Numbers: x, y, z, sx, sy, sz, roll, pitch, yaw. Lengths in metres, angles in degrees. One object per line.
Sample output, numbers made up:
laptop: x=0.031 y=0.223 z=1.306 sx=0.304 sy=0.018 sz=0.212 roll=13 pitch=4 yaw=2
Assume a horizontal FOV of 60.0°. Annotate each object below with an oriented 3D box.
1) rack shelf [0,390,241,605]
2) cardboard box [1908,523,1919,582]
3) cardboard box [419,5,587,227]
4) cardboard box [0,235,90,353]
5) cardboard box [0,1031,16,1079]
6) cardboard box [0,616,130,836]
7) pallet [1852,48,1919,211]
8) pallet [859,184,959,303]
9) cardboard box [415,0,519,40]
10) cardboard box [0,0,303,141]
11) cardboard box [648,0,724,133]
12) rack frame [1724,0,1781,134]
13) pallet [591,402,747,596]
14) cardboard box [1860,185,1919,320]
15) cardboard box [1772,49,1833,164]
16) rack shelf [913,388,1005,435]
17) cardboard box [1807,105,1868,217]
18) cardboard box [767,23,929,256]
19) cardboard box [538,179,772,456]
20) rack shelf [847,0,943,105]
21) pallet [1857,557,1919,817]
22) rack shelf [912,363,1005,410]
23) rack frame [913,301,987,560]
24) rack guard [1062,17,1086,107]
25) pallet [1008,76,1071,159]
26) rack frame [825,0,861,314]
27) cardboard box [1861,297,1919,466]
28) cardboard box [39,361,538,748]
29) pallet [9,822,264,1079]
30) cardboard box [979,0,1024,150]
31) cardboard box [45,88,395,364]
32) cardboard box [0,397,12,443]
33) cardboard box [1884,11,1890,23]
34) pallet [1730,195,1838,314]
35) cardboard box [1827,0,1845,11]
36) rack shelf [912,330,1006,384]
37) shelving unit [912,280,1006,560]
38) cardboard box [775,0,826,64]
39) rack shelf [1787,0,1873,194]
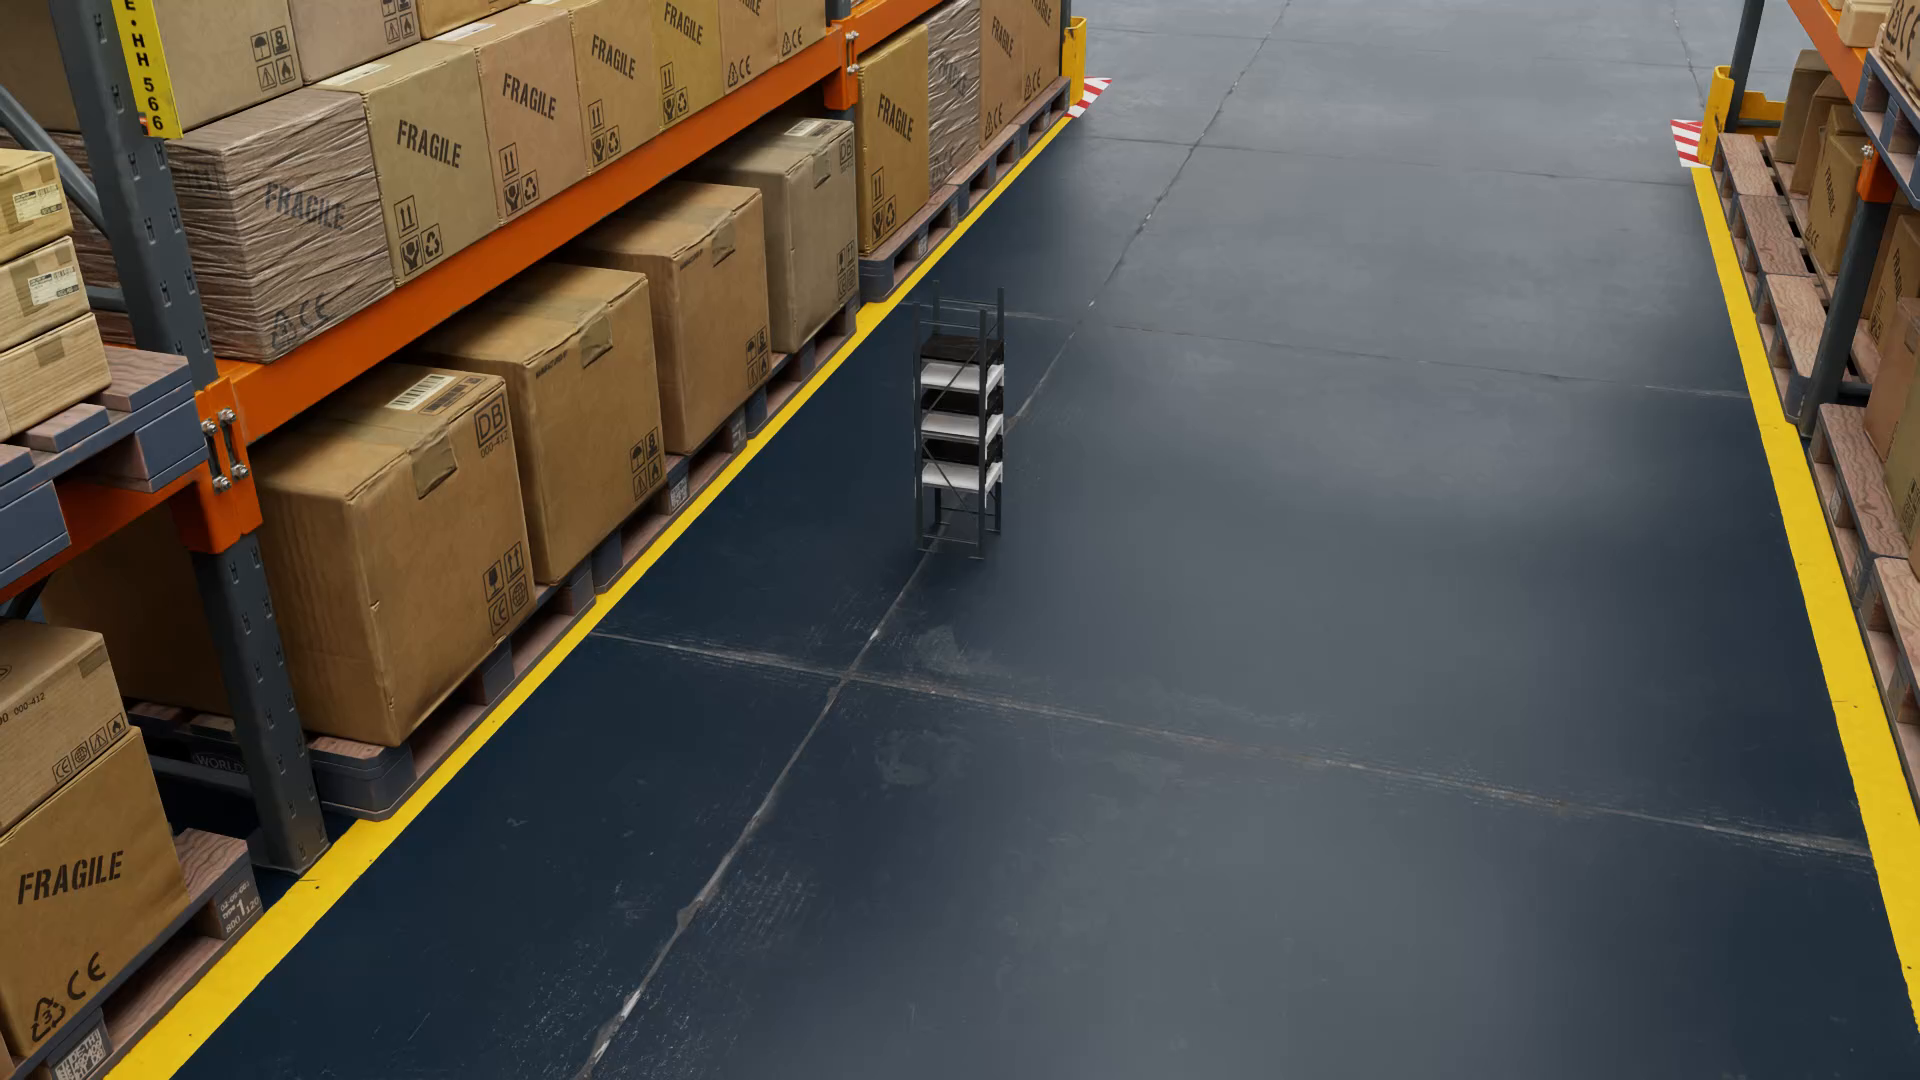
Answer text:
rack shelf: x=-2.714 y=0.689 z=2.165 sx=1.077 sy=0.370 sz=4.000 roll=8 pitch=30 yaw=15
cardboard box: x=3.236 y=0.003 z=4.778 sx=0.700 sy=0.500 sz=0.500 roll=6 pitch=30 yaw=11
cardboard box: x=-1.442 y=-1.239 z=4.789 sx=0.500 sy=0.500 sz=0.500 roll=8 pitch=30 yaw=15
cardboard box: x=-1.837 y=-0.464 z=3.018 sx=0.380 sy=0.149 sz=0.250 roll=9 pitch=30 yaw=16
cardboard box: x=-2.226 y=0.938 z=3.117 sx=0.500 sy=0.500 sz=0.500 roll=10 pitch=31 yaw=17
cardboard box: x=-2.077 y=0.382 z=3.346 sx=0.500 sy=0.250 sz=0.500 roll=8 pitch=30 yaw=14
pallet: x=3.395 y=-1.240 z=5.091 sx=1.003 sy=0.211 sz=1.213 roll=8 pitch=30 yaw=15
pallet: x=-0.655 y=-1.537 z=8.296 sx=1.003 sy=0.211 sz=1.213 roll=8 pitch=30 yaw=15
cardboard box: x=-1.690 y=-1.716 z=4.618 sx=0.700 sy=0.500 sz=0.500 roll=8 pitch=30 yaw=14
cardboard box: x=-1.986 y=-1.242 z=3.766 sx=0.700 sy=0.500 sz=0.500 roll=8 pitch=30 yaw=15
cardboard box: x=-1.147 y=-1.707 z=5.629 sx=0.500 sy=0.500 sz=0.500 roll=9 pitch=30 yaw=15
rack frame: x=4.933 y=-3.517 z=8.987 sx=1.000 sy=3.000 sz=0.127 roll=8 pitch=30 yaw=15
pallet: x=-1.464 y=-0.257 z=5.994 sx=1.003 sy=0.211 sz=1.213 roll=8 pitch=30 yaw=15
cardboard box: x=4.075 y=-1.197 z=6.956 sx=0.500 sy=0.500 sz=0.500 roll=19 pitch=34 yaw=30
cardboard box: x=4.733 y=-2.321 z=8.976 sx=0.500 sy=0.500 sz=0.500 roll=14 pitch=32 yaw=24
rack shelf: x=-0.002 y=-0.439 z=5.497 sx=0.258 sy=0.077 sz=0.200 roll=8 pitch=30 yaw=15
cardboard box: x=4.389 y=-1.750 z=7.949 sx=0.500 sy=0.500 sz=0.500 roll=11 pitch=31 yaw=20
cardboard box: x=-0.702 y=-1.951 z=7.924 sx=0.875 sy=0.875 sz=0.875 roll=9 pitch=30 yaw=16
cardboard box: x=-1.336 y=-0.865 z=6.101 sx=1.050 sy=0.750 sz=0.750 roll=8 pitch=30 yaw=15
rack shelf: x=-0.366 y=-3.028 z=8.848 sx=1.077 sy=0.370 sz=4.000 roll=8 pitch=30 yaw=15
pallet: x=3.175 y=0.491 z=4.650 sx=1.003 sy=0.211 sz=1.213 roll=8 pitch=30 yaw=15
rack shelf: x=-0.002 y=-0.518 z=5.453 sx=0.258 sy=0.077 sz=0.200 roll=8 pitch=30 yaw=15
rack frame: x=-0.032 y=-0.342 z=5.440 sx=0.240 sy=0.900 sz=0.006 roll=8 pitch=30 yaw=15
rack guard: x=0.228 y=-3.191 z=10.972 sx=1.175 sy=0.500 sz=0.348 roll=8 pitch=30 yaw=15
pallet: x=0.061 y=-2.671 z=10.334 sx=1.003 sy=0.211 sz=1.213 roll=8 pitch=30 yaw=15
rack frame: x=-0.953 y=-2.413 z=7.003 sx=1.000 sy=3.000 sz=0.127 roll=8 pitch=30 yaw=15
cardboard box: x=3.558 y=-0.476 z=5.639 sx=0.700 sy=0.500 sz=0.500 roll=6 pitch=30 yaw=11
cardboard box: x=-1.863 y=-0.025 z=4.591 sx=1.050 sy=0.750 sz=0.750 roll=8 pitch=30 yaw=14
pallet: x=-2.358 y=1.027 z=3.686 sx=1.003 sy=0.211 sz=1.213 roll=8 pitch=30 yaw=15
cardboard box: x=-0.171 y=-2.793 z=9.439 sx=0.875 sy=0.875 sz=0.875 roll=8 pitch=30 yaw=14
cardboard box: x=-1.737 y=-0.768 z=3.942 sx=0.500 sy=0.500 sz=0.500 roll=9 pitch=30 yaw=15
cardboard box: x=-1.907 y=-0.218 z=2.883 sx=0.380 sy=0.149 sz=0.250 roll=8 pitch=30 yaw=15
cardboard box: x=3.754 y=-1.913 z=6.362 sx=0.380 sy=0.149 sz=0.250 roll=8 pitch=30 yaw=15
pallet: x=4.278 y=-1.326 z=7.916 sx=1.003 sy=0.211 sz=1.213 roll=8 pitch=30 yaw=15
cardboard box: x=3.995 y=-2.386 z=7.211 sx=0.380 sy=0.149 sz=0.250 roll=8 pitch=30 yaw=15
rack shelf: x=-0.002 y=-0.596 z=5.409 sx=0.258 sy=0.077 sz=0.200 roll=8 pitch=30 yaw=15
shelving unit: x=-0.002 y=-0.389 z=5.524 sx=0.258 sy=0.900 sz=0.210 roll=8 pitch=30 yaw=15
cardboard box: x=-0.851 y=-2.176 z=6.474 sx=0.500 sy=0.500 sz=0.500 roll=8 pitch=30 yaw=15
rack shelf: x=4.346 y=-2.274 z=7.491 sx=1.077 sy=0.370 sz=4.000 roll=8 pitch=30 yaw=15
